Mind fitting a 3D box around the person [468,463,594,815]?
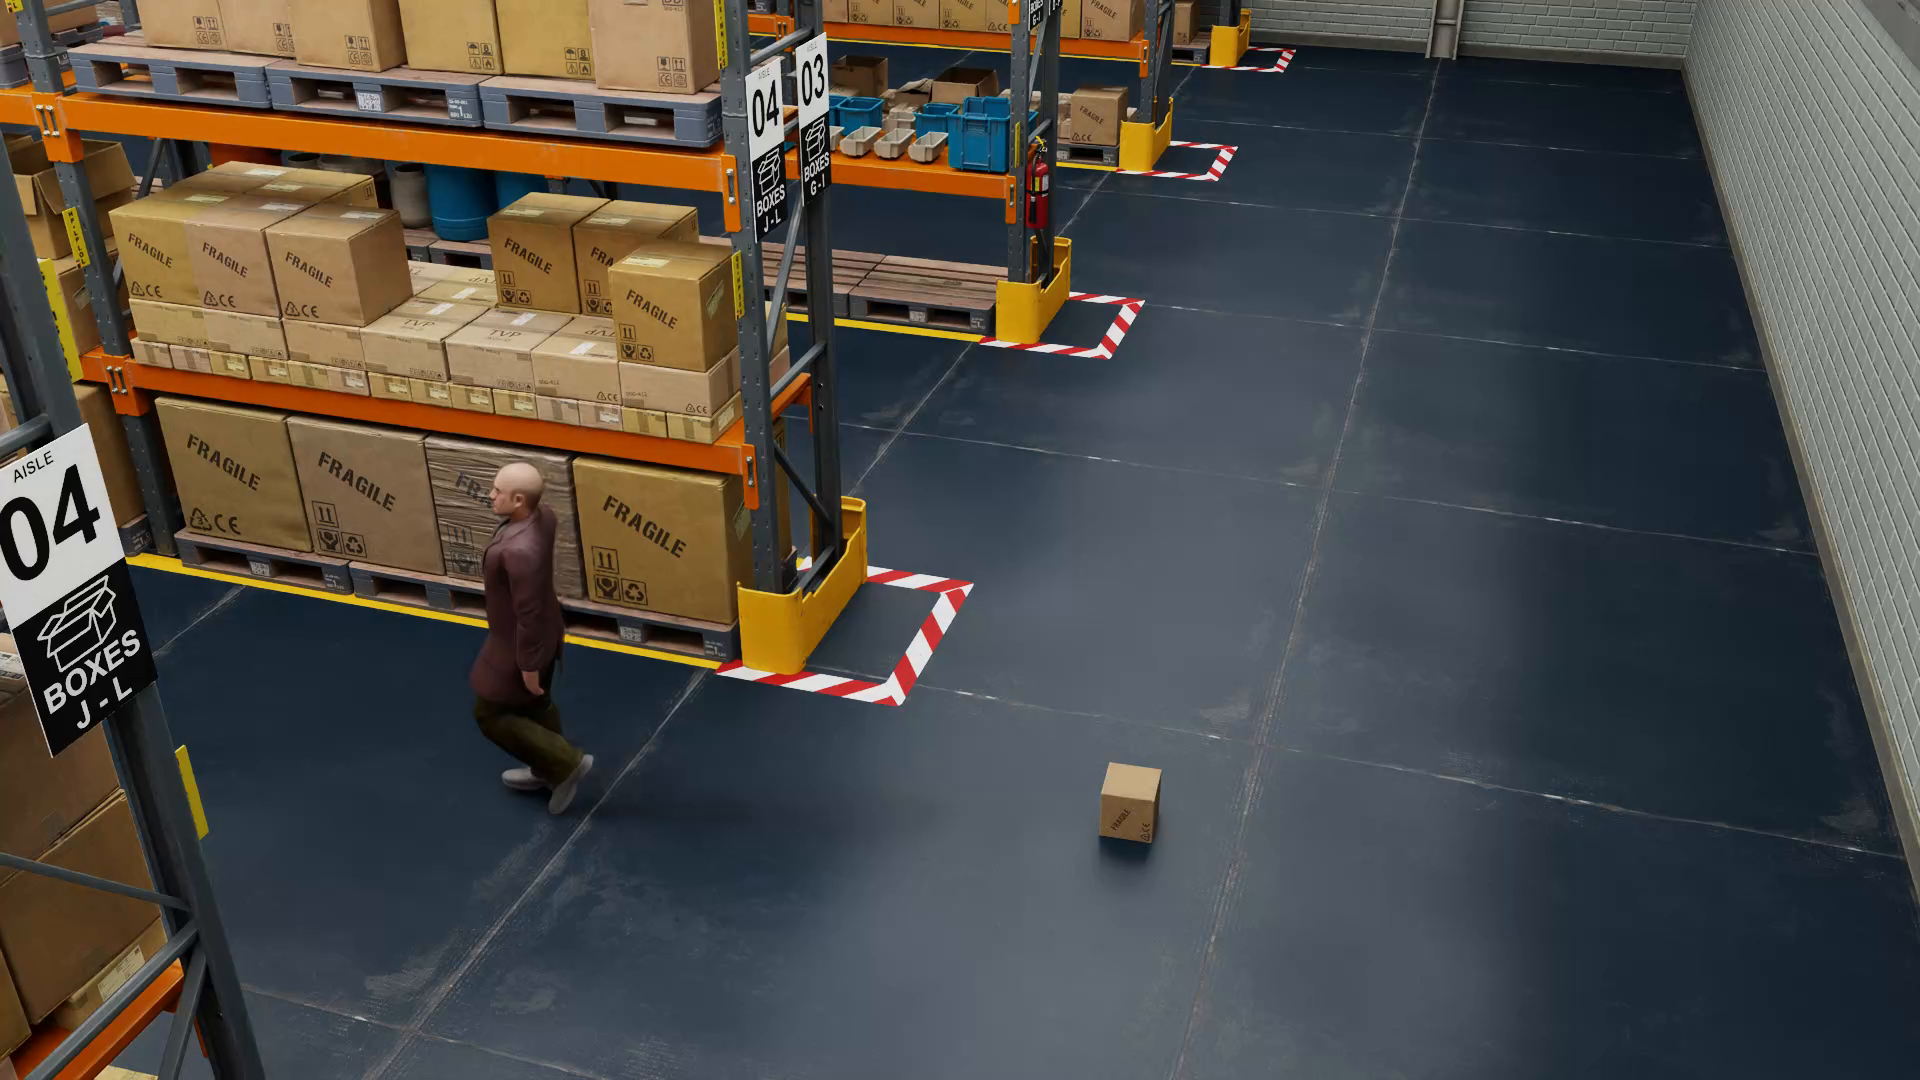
[{"bbox_3d":[-1.991,0.458,7.658,0.534,1.780,0.593,0,29,1],"label":"person"}]
